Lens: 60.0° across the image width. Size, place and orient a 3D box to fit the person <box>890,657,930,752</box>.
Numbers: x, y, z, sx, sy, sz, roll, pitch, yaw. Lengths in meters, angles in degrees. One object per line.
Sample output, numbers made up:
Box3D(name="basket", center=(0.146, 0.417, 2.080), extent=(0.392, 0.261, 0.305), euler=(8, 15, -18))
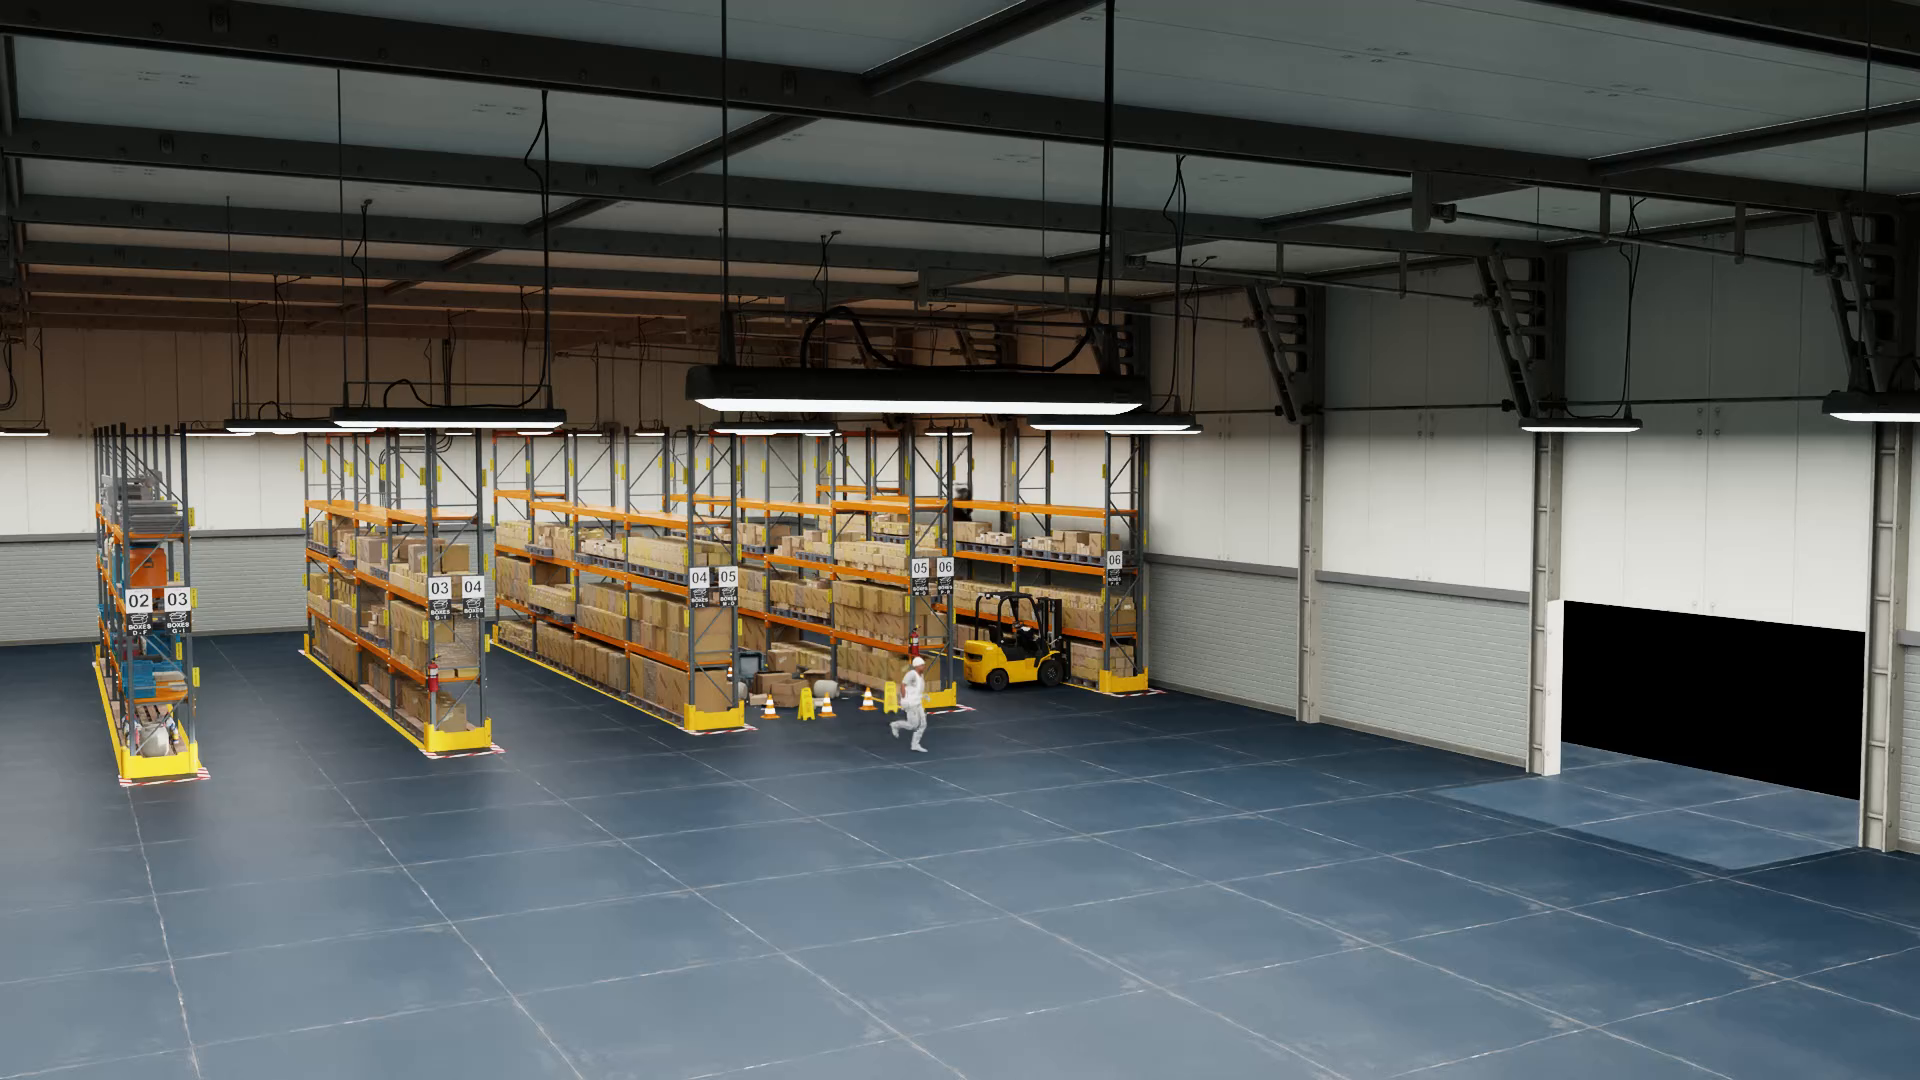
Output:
Box3D(name="person", center=(-0.927, 3.021, 30.635), extent=(0.730, 1.742, 0.714), euler=(1, 4, 23))

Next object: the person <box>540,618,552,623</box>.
Box3D(name="person", center=(-11.924, 1.997, 48.219), extent=(0.754, 1.646, 0.644), euler=(1, 3, 9))
